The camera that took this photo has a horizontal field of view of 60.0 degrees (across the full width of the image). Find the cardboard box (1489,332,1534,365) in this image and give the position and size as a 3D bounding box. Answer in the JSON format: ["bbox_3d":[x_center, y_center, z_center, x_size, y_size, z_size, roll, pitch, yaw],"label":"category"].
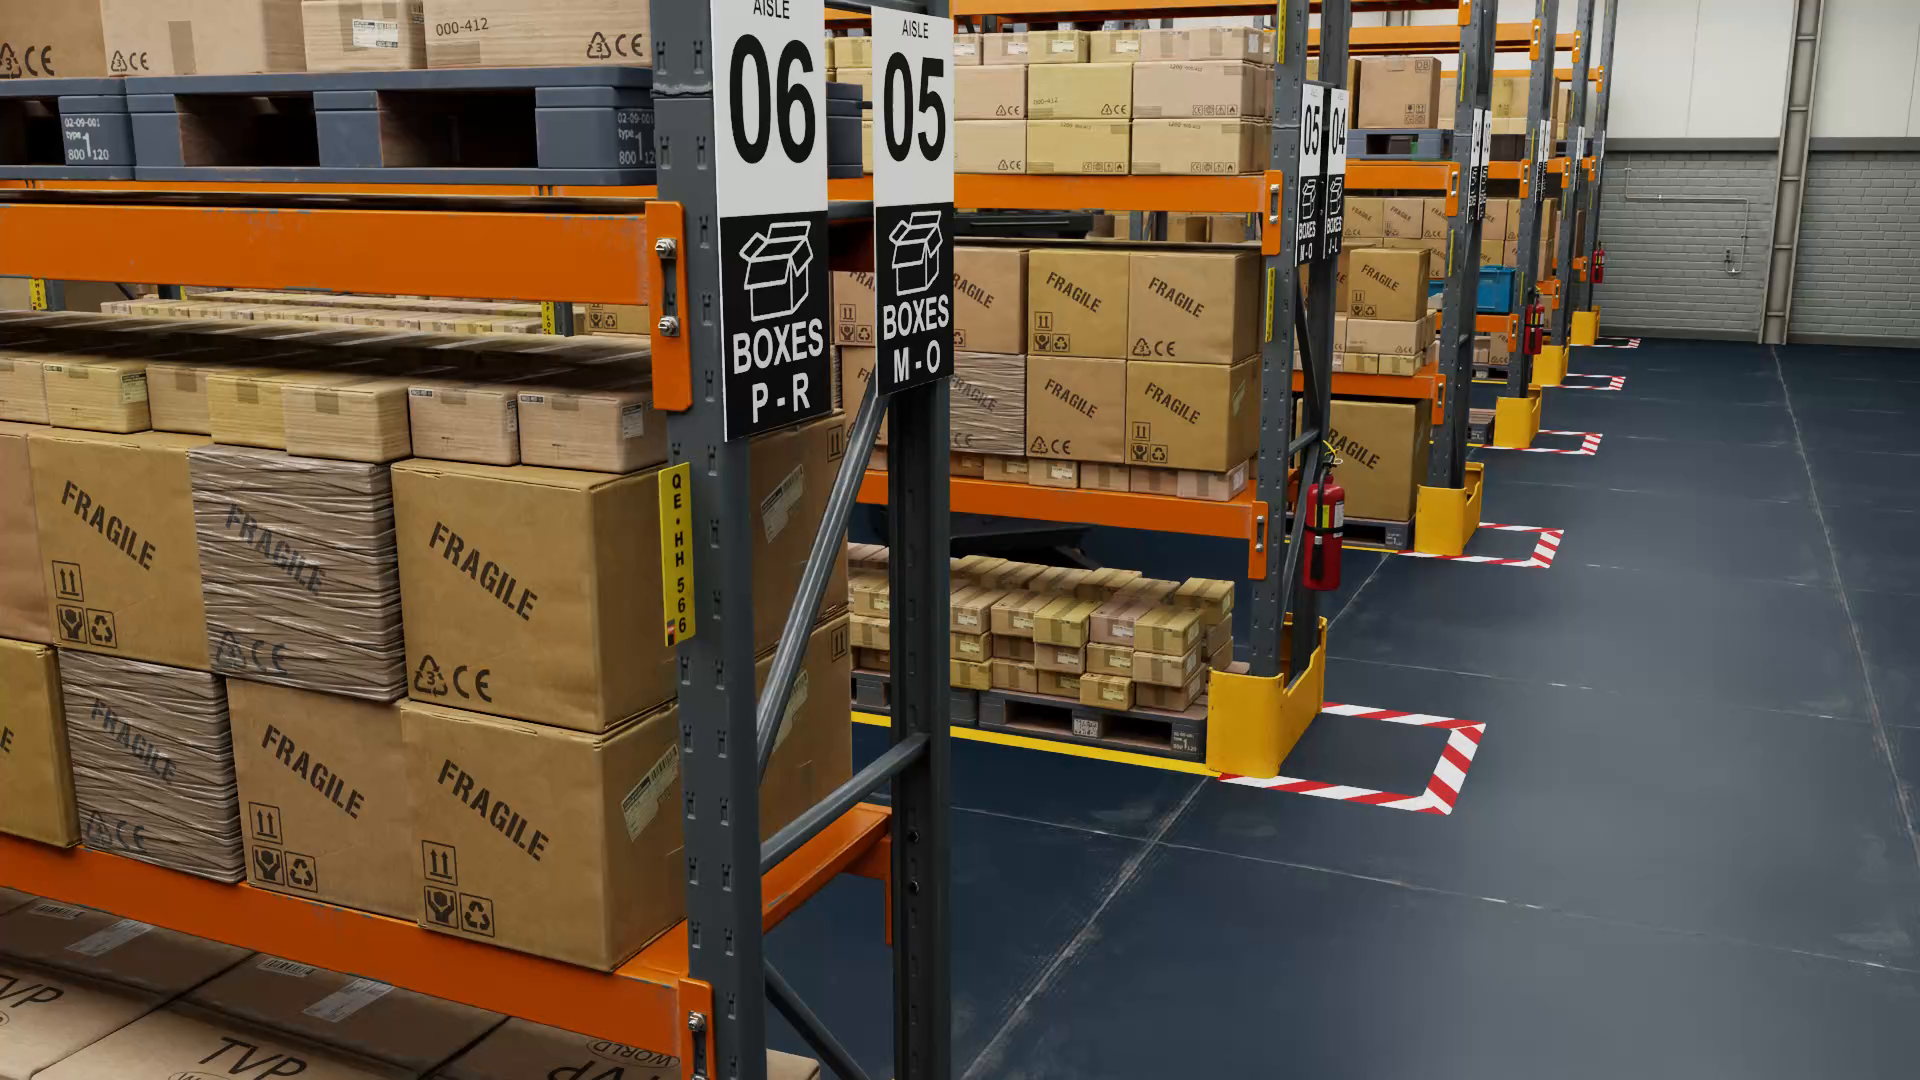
[{"bbox_3d":[7.154,-2.541,21.527,0.500,0.500,0.500,6,14,23],"label":"cardboard box"}]

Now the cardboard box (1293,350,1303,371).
[{"bbox_3d":[2.580,-1.389,12.657,0.250,0.149,0.380,6,15,24],"label":"cardboard box"}]

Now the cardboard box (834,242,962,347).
[{"bbox_3d":[-0.313,-1.262,8.507,0.500,0.500,0.500,5,14,21],"label":"cardboard box"}]

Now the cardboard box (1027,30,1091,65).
[{"bbox_3d":[0.505,-2.313,7.839,0.250,0.149,0.380,6,14,24],"label":"cardboard box"}]

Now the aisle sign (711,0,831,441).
[{"bbox_3d":[-0.339,-0.601,3.058,0.004,0.787,0.394,6,14,23],"label":"aisle sign"}]

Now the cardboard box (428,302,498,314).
[{"bbox_3d":[-3.150,-1.420,10.569,0.250,0.149,0.380,6,14,23],"label":"cardboard box"}]

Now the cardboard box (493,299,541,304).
[{"bbox_3d":[-4.089,-2.511,15.753,0.500,0.500,0.500,4,14,16],"label":"cardboard box"}]

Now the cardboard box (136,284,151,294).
[{"bbox_3d":[-8.564,-2.914,17.735,0.500,0.500,0.875,6,14,23],"label":"cardboard box"}]

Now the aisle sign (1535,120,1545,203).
[{"bbox_3d":[5.688,-3.709,16.303,0.004,0.787,0.394,6,14,23],"label":"aisle sign"}]

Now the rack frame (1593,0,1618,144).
[{"bbox_3d":[9.754,-7.501,25.022,0.127,3.000,1.000,6,14,23],"label":"rack frame"}]

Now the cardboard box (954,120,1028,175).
[{"bbox_3d":[0.193,-1.918,8.126,0.500,0.250,0.500,6,15,26],"label":"cardboard box"}]

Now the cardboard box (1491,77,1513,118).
[{"bbox_3d":[6.852,-5.649,21.289,0.500,0.500,0.700,6,14,23],"label":"cardboard box"}]

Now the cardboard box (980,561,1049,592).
[{"bbox_3d":[0.303,0.241,9.181,0.250,0.149,0.380,6,15,25],"label":"cardboard box"}]

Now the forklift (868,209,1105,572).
[{"bbox_3d":[0.245,-1.237,11.611,1.130,2.935,3.031,-5,14,-19],"label":"forklift"}]

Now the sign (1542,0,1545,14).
[{"bbox_3d":[5.533,-5.158,15.745,0.005,0.325,0.100,6,14,23],"label":"sign"}]

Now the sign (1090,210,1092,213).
[{"bbox_3d":[2.228,-5.731,28.252,0.005,0.325,0.100,6,14,23],"label":"sign"}]

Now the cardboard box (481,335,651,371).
[{"bbox_3d":[-0.951,-0.406,4.090,0.250,0.149,0.380,6,15,25],"label":"cardboard box"}]

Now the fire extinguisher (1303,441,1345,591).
[{"bbox_3d":[1.677,-0.111,7.646,0.183,0.674,0.296,6,14,23],"label":"fire extinguisher"}]

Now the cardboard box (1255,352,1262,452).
[{"bbox_3d":[1.335,-0.742,8.483,0.500,0.500,0.500,7,15,26],"label":"cardboard box"}]

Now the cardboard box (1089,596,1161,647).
[{"bbox_3d":[0.841,0.413,8.448,0.250,0.149,0.380,6,15,24],"label":"cardboard box"}]

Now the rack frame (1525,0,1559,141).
[{"bbox_3d":[5.741,-5.431,16.204,0.127,3.000,1.000,6,14,23],"label":"rack frame"}]

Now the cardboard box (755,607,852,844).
[{"bbox_3d":[-0.601,0.440,4.093,0.500,0.500,0.500,6,14,23],"label":"cardboard box"}]

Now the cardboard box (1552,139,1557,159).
[{"bbox_3d":[7.384,-5.033,21.400,0.500,0.250,0.500,6,14,23],"label":"cardboard box"}]

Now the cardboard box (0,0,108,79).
[{"bbox_3d":[-2.061,-1.386,4.174,0.500,0.500,0.500,6,15,24],"label":"cardboard box"}]

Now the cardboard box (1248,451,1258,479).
[{"bbox_3d":[1.470,-0.426,8.553,0.250,0.149,0.380,6,14,23],"label":"cardboard box"}]

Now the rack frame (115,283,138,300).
[{"bbox_3d":[-5.679,-1.191,11.263,0.053,2.616,0.949,6,14,23],"label":"rack frame"}]

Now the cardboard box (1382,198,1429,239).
[{"bbox_3d":[5.825,-4.205,21.703,0.500,0.500,0.500,6,15,25],"label":"cardboard box"}]

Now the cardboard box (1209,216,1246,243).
[{"bbox_3d":[3.751,-4.259,23.200,0.500,0.500,0.700,1,13,4],"label":"cardboard box"}]

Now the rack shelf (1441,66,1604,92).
[{"bbox_3d":[7.925,-7.141,25.939,4.000,0.370,1.077,6,14,23],"label":"rack shelf"}]

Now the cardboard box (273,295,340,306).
[{"bbox_3d":[-4.333,-1.540,11.081,0.250,0.149,0.380,6,15,25],"label":"cardboard box"}]

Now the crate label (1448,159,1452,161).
[{"bbox_3d":[5.029,-4.052,17.215,0.502,0.251,0.408,6,14,23],"label":"crate label"}]

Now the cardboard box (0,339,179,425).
[{"bbox_3d":[-2.109,-0.384,3.997,0.250,0.149,0.380,6,15,25],"label":"cardboard box"}]

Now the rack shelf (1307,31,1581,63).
[{"bbox_3d":[5.922,-6.299,21.483,4.000,0.370,1.077,6,14,23],"label":"rack shelf"}]

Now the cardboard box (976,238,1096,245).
[{"bbox_3d":[0.400,-1.325,8.777,0.500,0.500,0.500,5,14,22],"label":"cardboard box"}]

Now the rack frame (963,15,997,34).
[{"bbox_3d":[0.078,-4.767,13.372,0.127,3.000,1.000,6,14,23],"label":"rack frame"}]

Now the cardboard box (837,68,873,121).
[{"bbox_3d":[-0.282,-2.214,8.292,0.500,0.250,0.500,5,14,21],"label":"cardboard box"}]

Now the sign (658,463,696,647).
[{"bbox_3d":[-0.511,0.027,3.022,0.005,0.325,0.100,6,14,23],"label":"sign"}]

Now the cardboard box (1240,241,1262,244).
[{"bbox_3d":[2.472,-2.107,13.203,0.500,0.500,0.500,5,14,22],"label":"cardboard box"}]

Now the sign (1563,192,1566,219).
[{"bbox_3d":[7.508,-4.149,20.642,0.005,0.325,0.100,6,14,23],"label":"sign"}]

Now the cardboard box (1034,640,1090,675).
[{"bbox_3d":[0.560,0.552,8.506,0.250,0.149,0.380,5,14,21],"label":"cardboard box"}]

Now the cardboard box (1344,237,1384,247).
[{"bbox_3d":[5.375,-3.766,22.021,0.500,0.500,0.500,6,14,23],"label":"cardboard box"}]

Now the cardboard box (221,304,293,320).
[{"bbox_3d":[-4.377,-1.381,10.404,0.250,0.149,0.380,7,15,26],"label":"cardboard box"}]

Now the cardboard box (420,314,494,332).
[{"bbox_3d":[-2.951,-1.237,9.789,0.250,0.149,0.380,5,14,21],"label":"cardboard box"}]

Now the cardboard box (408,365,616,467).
[{"bbox_3d":[-0.930,-0.268,3.501,0.250,0.149,0.380,6,15,24],"label":"cardboard box"}]

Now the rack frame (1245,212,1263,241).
[{"bbox_3d":[4.094,-3.915,22.874,0.127,3.000,1.000,6,14,23],"label":"rack frame"}]

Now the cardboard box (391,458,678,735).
[{"bbox_3d":[-0.816,0.063,3.512,0.500,0.500,0.500,6,15,25],"label":"cardboard box"}]

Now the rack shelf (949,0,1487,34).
[{"bbox_3d":[1.906,-4.037,12.711,4.000,0.370,1.077,6,14,23],"label":"rack shelf"}]

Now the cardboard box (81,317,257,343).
[{"bbox_3d":[-2.152,-0.515,4.555,0.250,0.149,0.380,6,14,23],"label":"cardboard box"}]

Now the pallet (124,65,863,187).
[{"bbox_3d":[-0.961,-0.890,3.610,1.213,0.211,1.003,6,14,23],"label":"pallet"}]

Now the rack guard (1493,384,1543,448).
[{"bbox_3d":[5.768,-1.294,17.177,0.348,0.500,1.175,6,14,23],"label":"rack guard"}]

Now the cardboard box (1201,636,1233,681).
[{"bbox_3d":[1.284,0.618,8.874,0.250,0.149,0.380,6,15,24],"label":"cardboard box"}]
